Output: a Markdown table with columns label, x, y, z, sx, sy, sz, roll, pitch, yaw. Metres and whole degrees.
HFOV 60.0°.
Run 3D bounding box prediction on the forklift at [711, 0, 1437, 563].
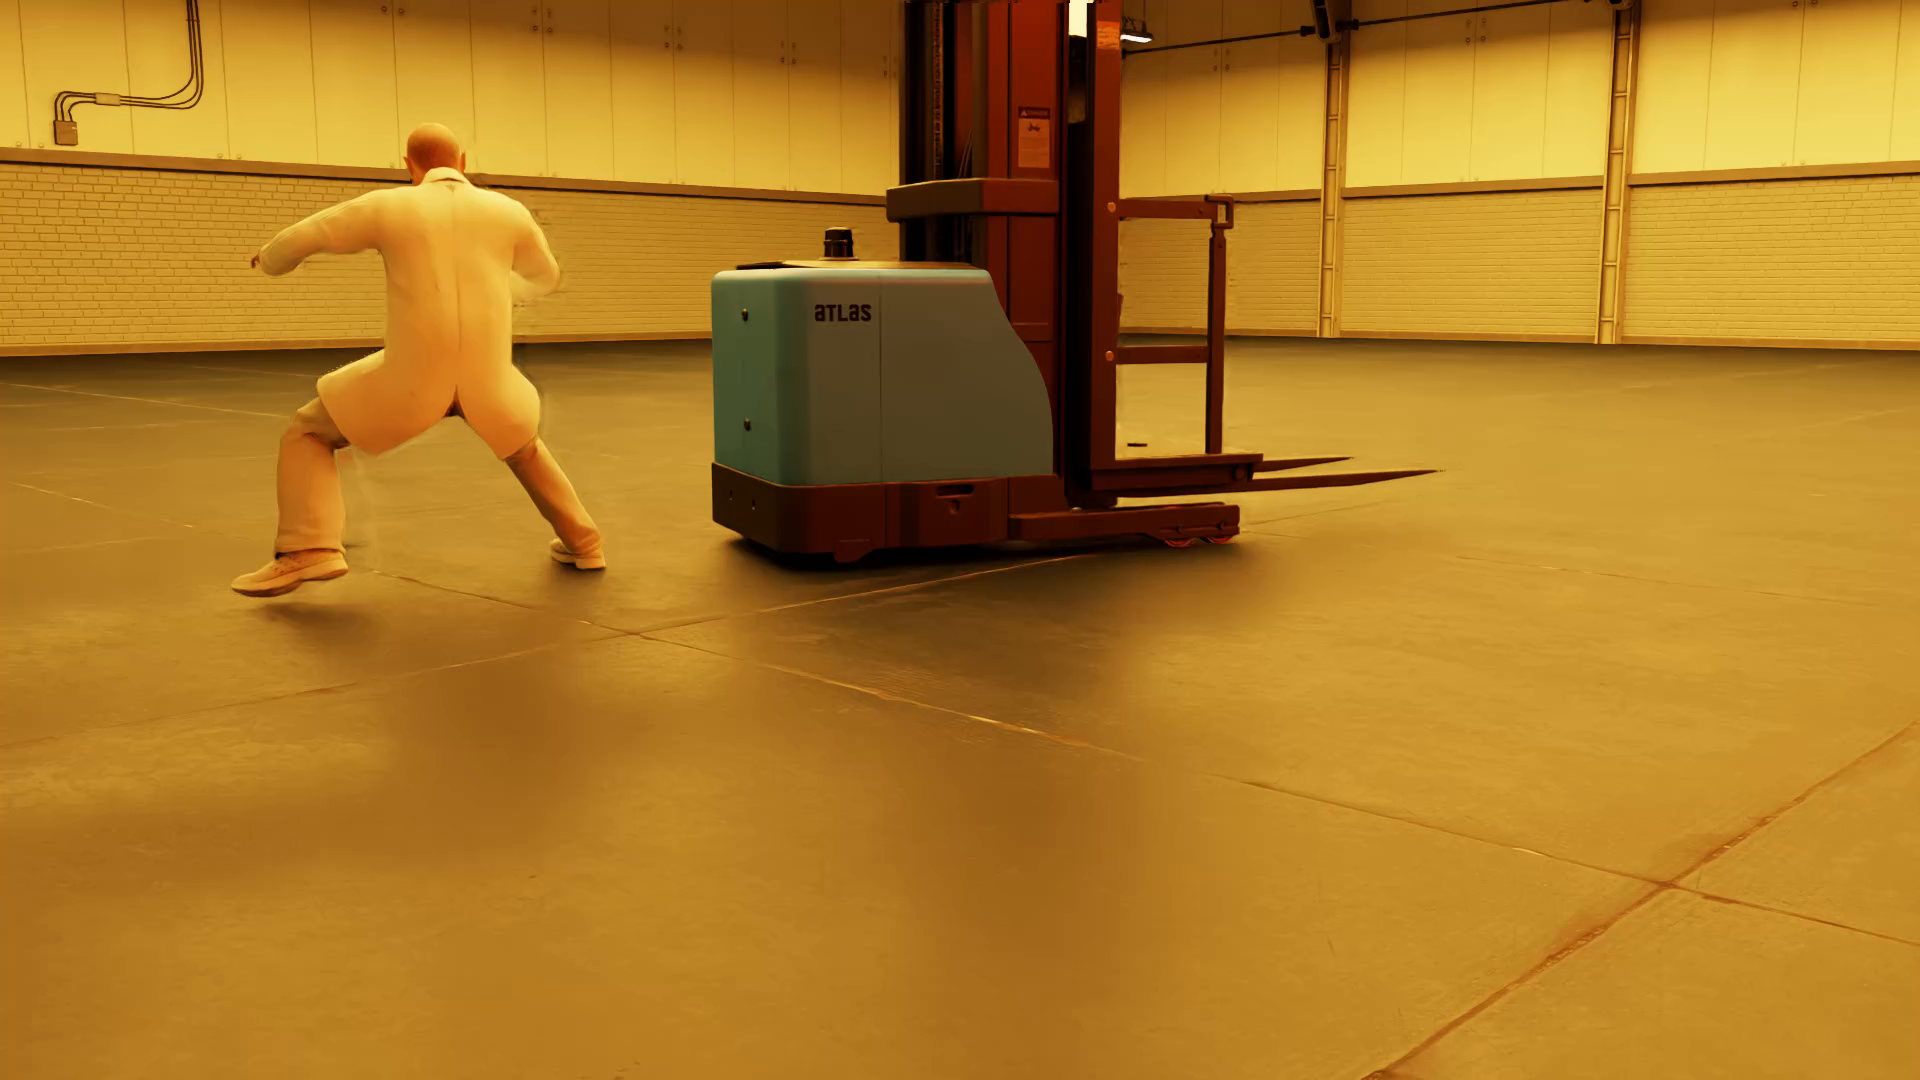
| label | x | y | z | sx | sy | sz | roll | pitch | yaw |
| --- | --- | --- | --- | --- | --- | --- | --- | --- | --- |
| forklift | 0.559 | -1.486 | 6.742 | 3.031 | 2.935 | 1.130 | -4 | 9 | -23 |

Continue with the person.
| label | x | y | z | sx | sy | sz | roll | pitch | yaw |
| --- | --- | --- | --- | --- | --- | --- | --- | --- | --- |
| person | -1.822 | -0.606 | 5.588 | 1.272 | 1.528 | 0.730 | -5 | 10 | -29 |
